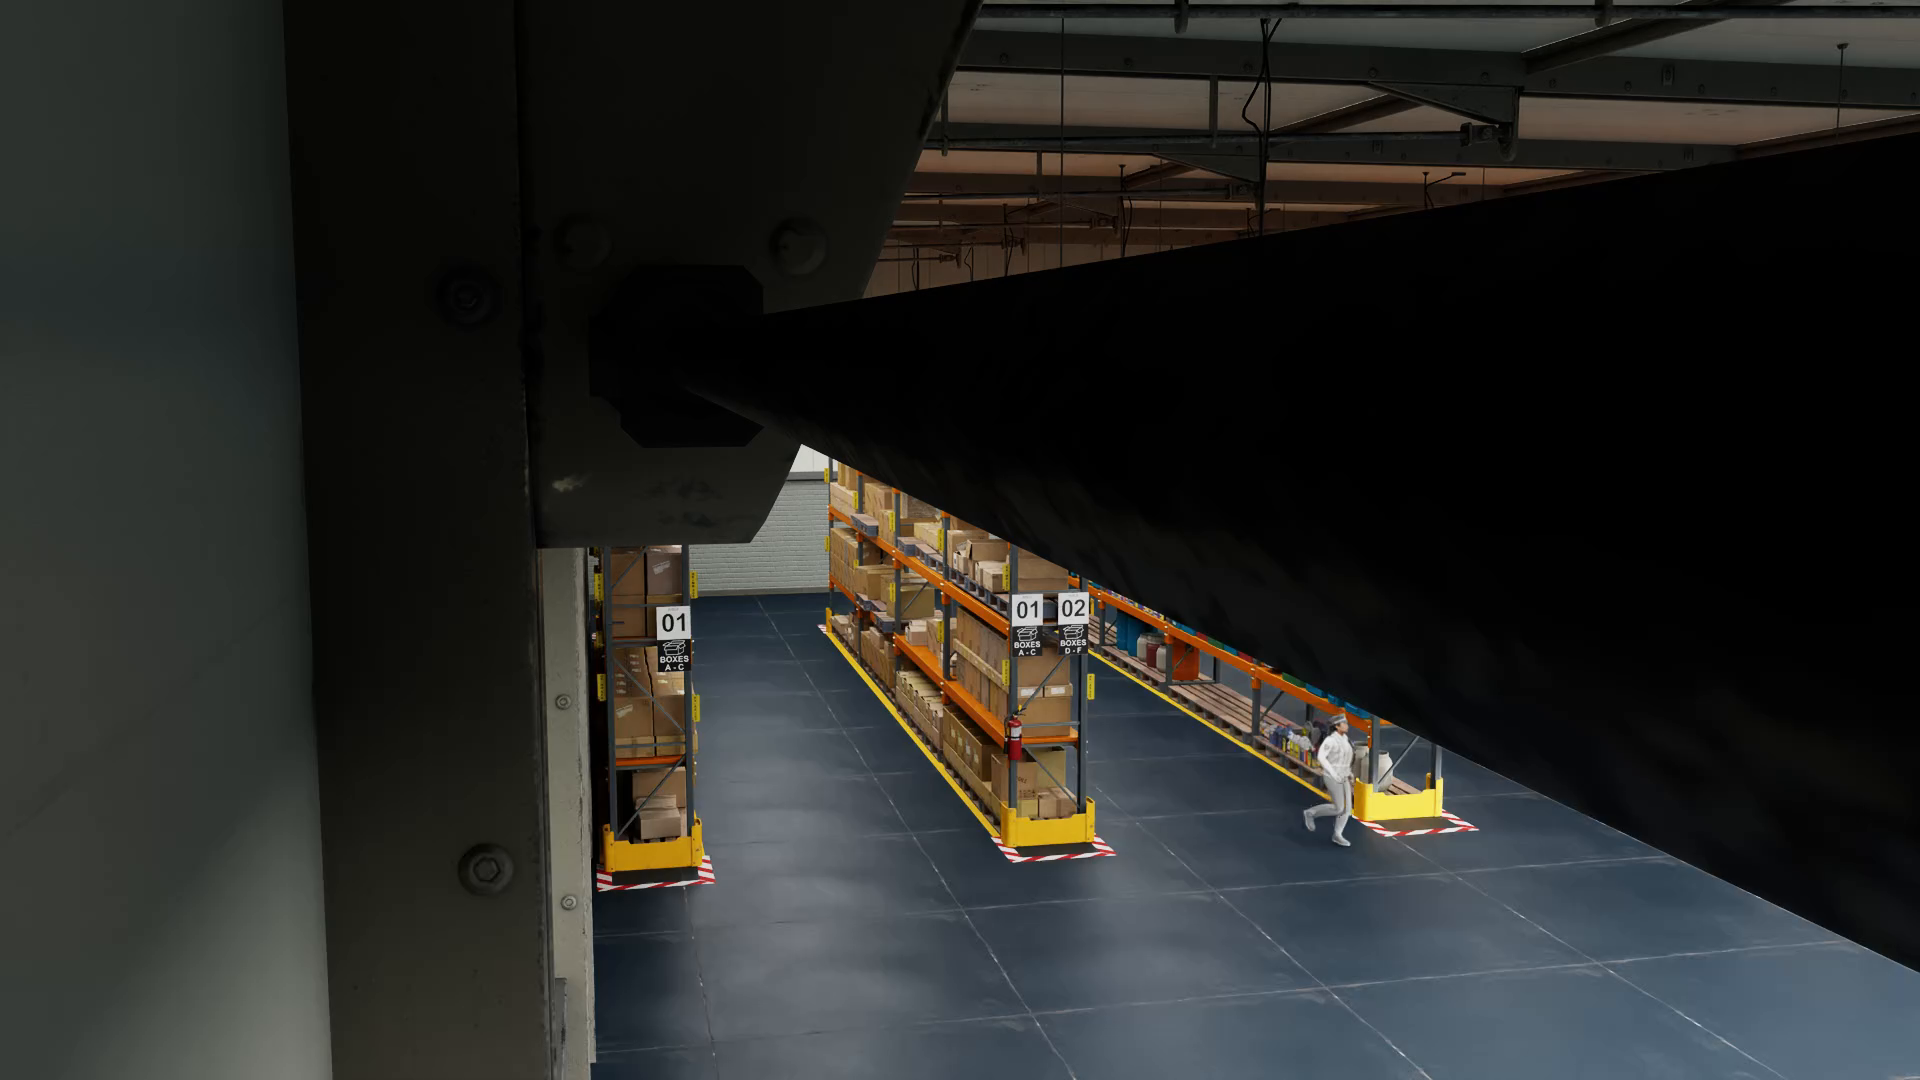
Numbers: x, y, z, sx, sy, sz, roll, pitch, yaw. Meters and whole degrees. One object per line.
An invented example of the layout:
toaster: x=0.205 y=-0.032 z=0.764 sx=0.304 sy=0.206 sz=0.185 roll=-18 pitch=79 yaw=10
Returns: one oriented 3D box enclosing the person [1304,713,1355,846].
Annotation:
person: x=4.807 y=3.009 z=21.215 sx=0.669 sy=1.628 sz=0.665 roll=6 pitch=9 yaw=41
